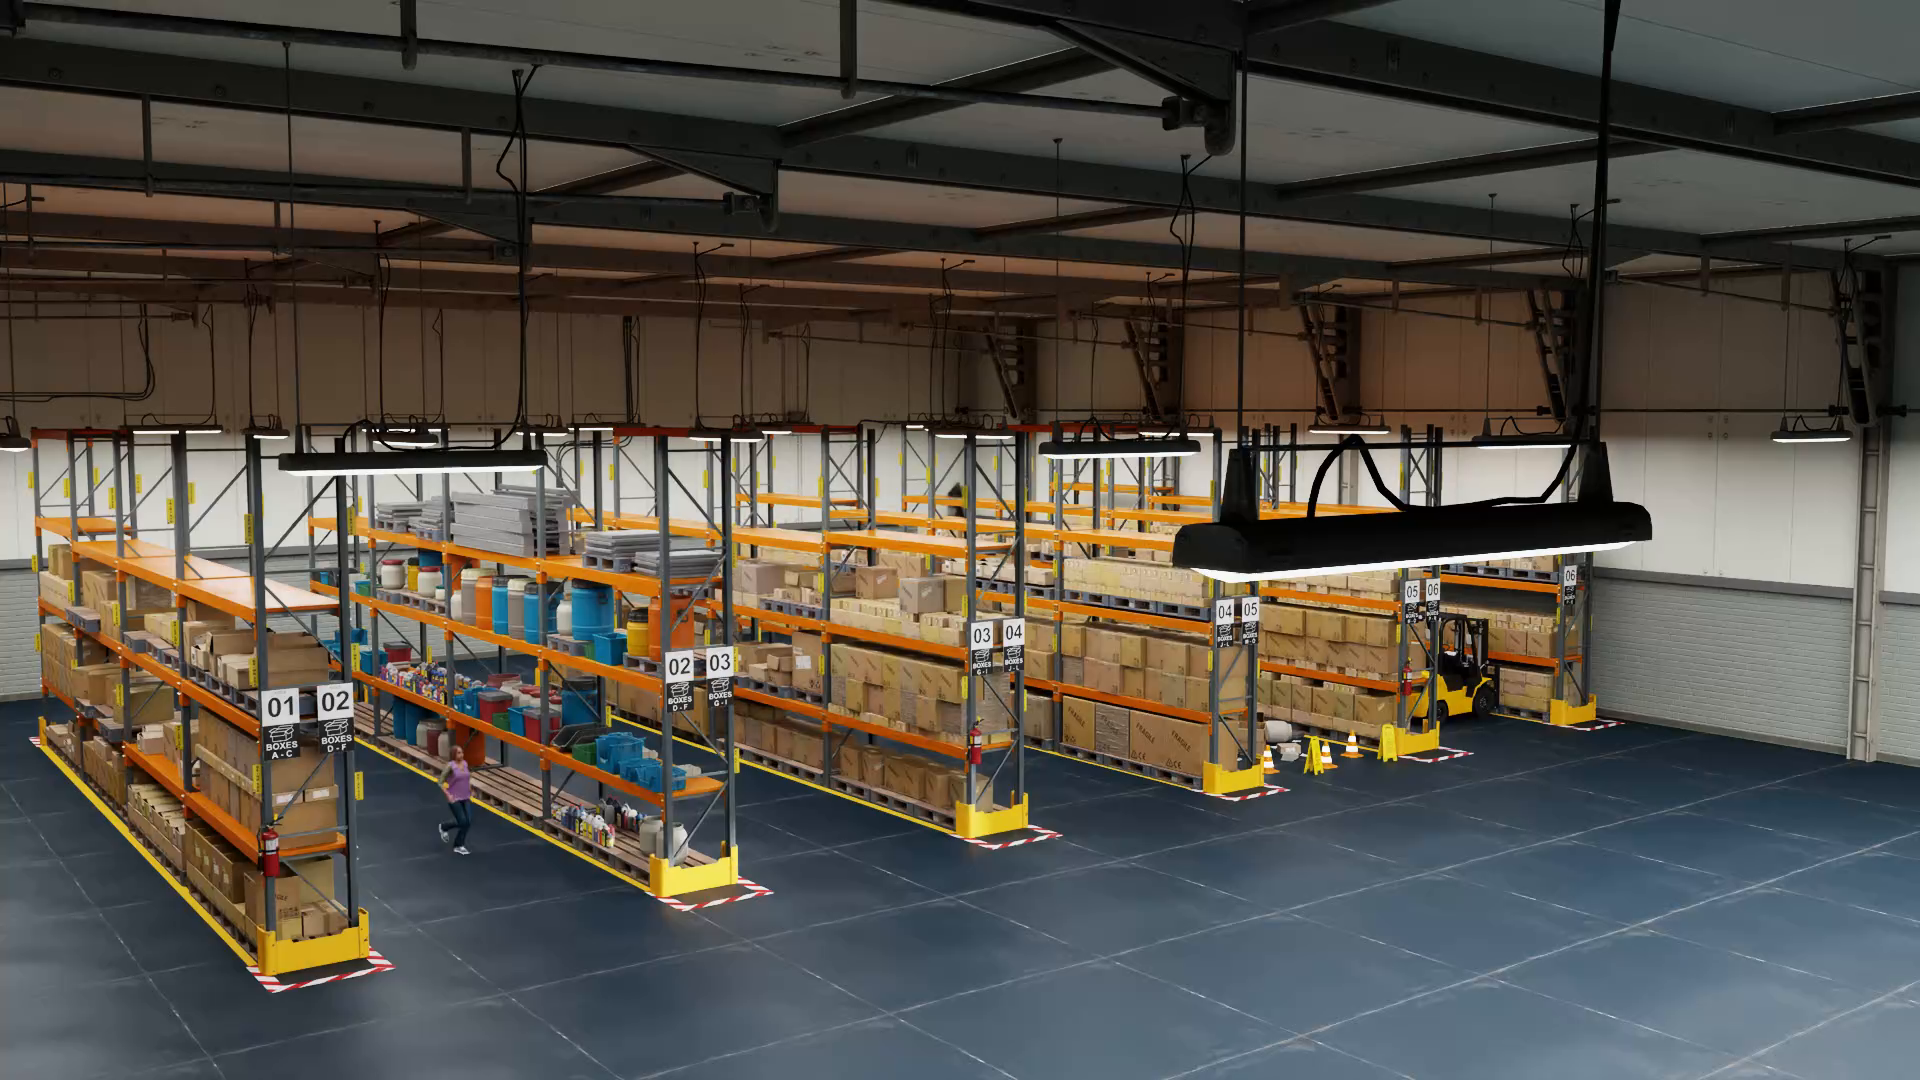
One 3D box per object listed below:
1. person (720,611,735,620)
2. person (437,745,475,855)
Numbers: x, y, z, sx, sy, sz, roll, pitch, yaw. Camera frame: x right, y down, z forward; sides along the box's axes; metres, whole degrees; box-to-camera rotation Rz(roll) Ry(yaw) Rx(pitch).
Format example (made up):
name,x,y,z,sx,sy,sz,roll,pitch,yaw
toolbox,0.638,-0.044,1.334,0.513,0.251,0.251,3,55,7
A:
name,x,y,z,sx,sy,sz,roll,pitch,yaw
person,-5.843,2.184,41.552,0.916,1.752,0.719,-2,5,-21
person,-7.173,3.699,23.733,0.521,1.557,0.538,3,5,34
